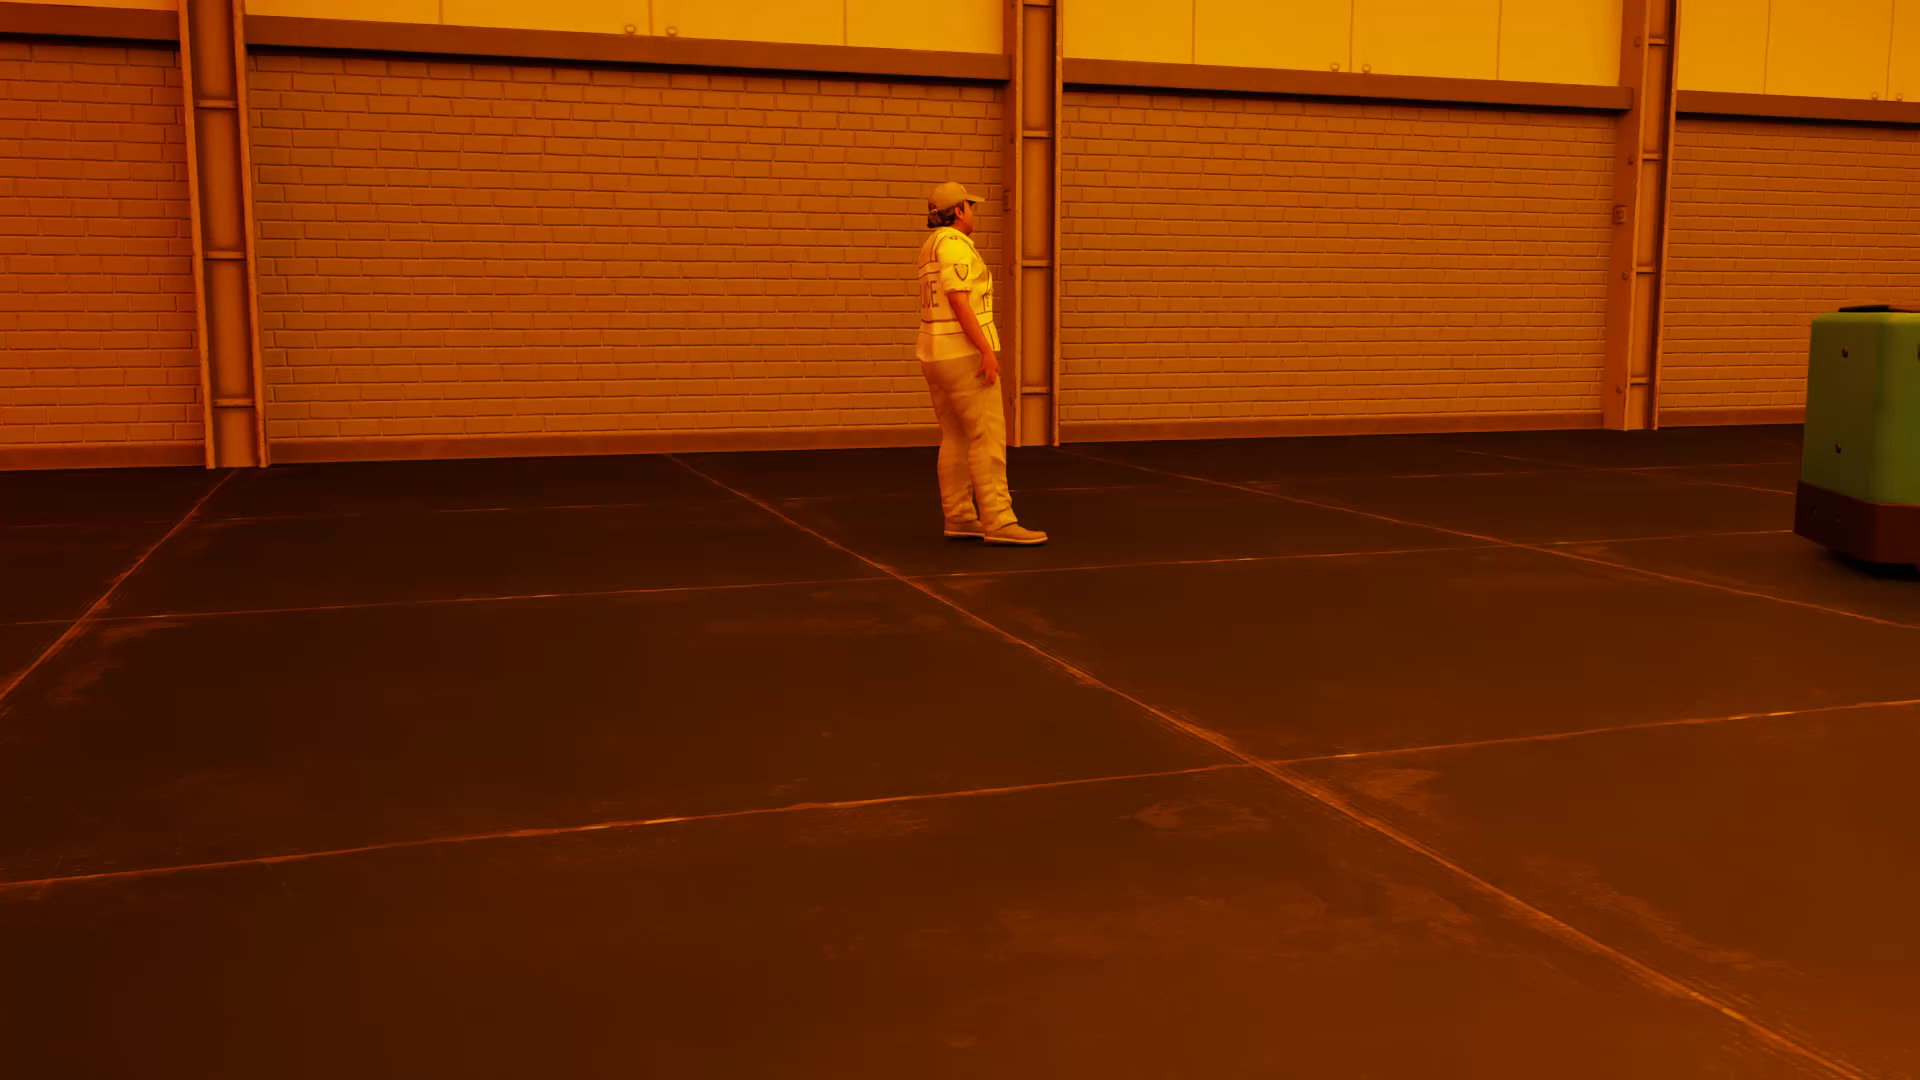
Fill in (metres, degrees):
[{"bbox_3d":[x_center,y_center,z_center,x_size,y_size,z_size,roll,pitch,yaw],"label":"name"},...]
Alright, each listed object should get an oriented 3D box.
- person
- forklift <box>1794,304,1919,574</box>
[{"bbox_3d":[0.080,-0.833,7.813,0.529,1.670,0.598,-3,8,-18],"label":"person"},{"bbox_3d":[5.239,-1.320,6.752,3.031,2.935,1.130,1,8,10],"label":"forklift"}]
